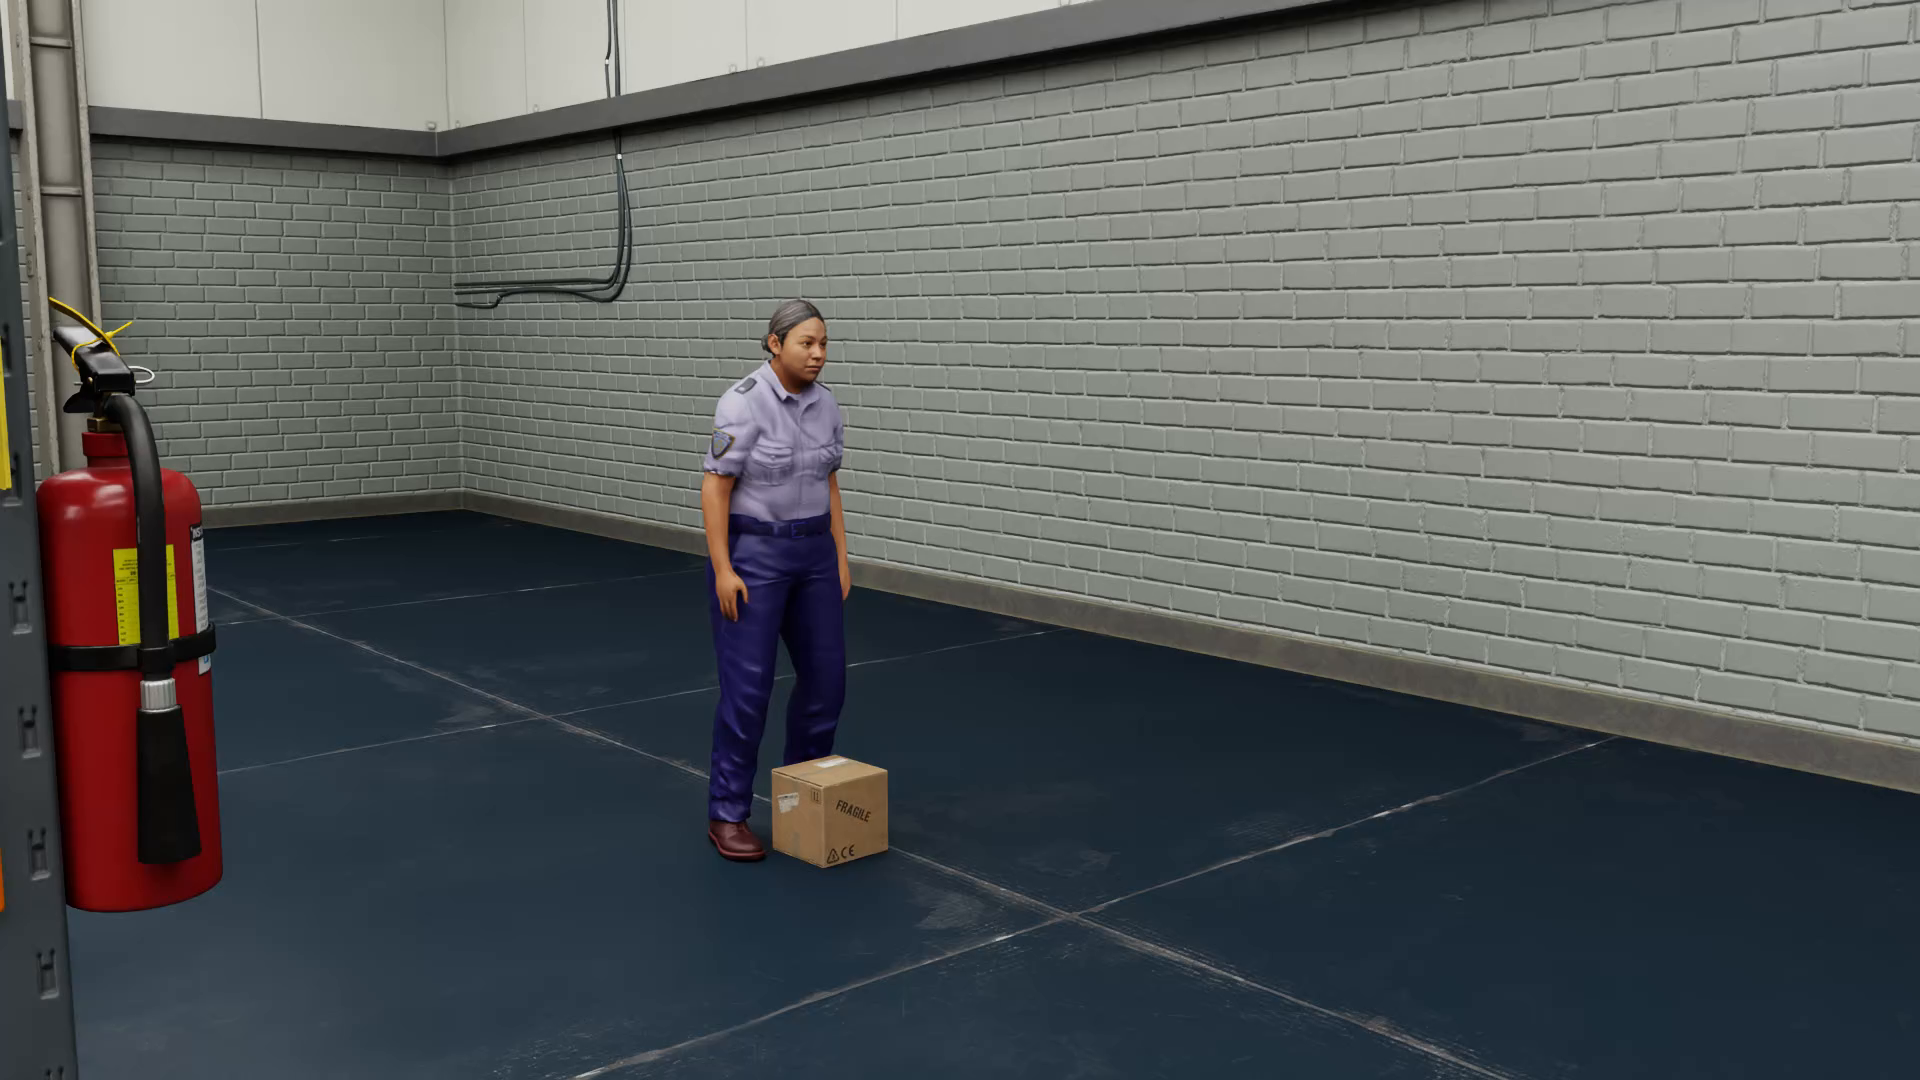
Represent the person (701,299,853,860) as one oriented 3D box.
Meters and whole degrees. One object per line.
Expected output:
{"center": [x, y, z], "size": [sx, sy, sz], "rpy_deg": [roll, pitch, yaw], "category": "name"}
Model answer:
{"center": [-0.558, 0.104, 5.083], "size": [0.558, 1.638, 0.372], "rpy_deg": [-7, 11, -44], "category": "person"}
